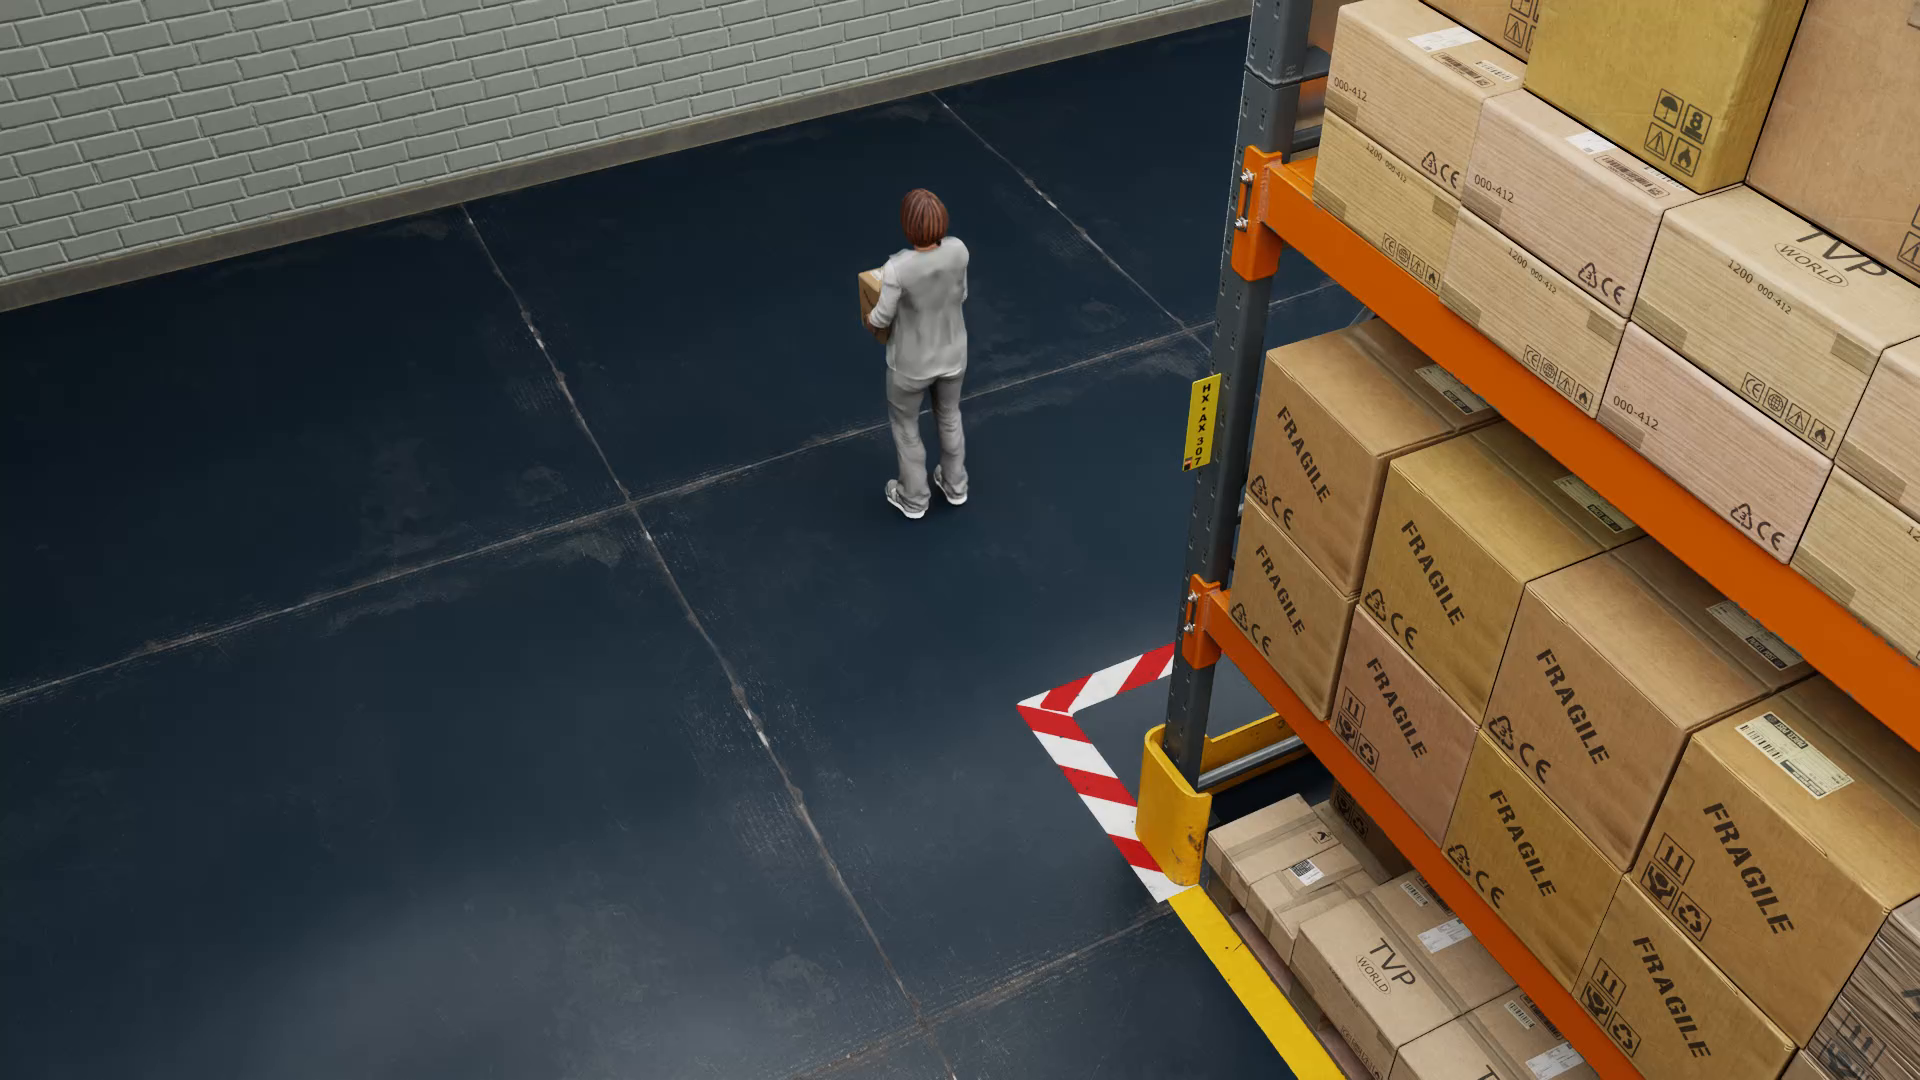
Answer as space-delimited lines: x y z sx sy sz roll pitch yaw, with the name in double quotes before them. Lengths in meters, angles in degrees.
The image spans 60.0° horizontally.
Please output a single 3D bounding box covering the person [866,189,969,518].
"person" -0.180 -0.813 7.068 0.438 1.602 0.471 -19 45 -20
